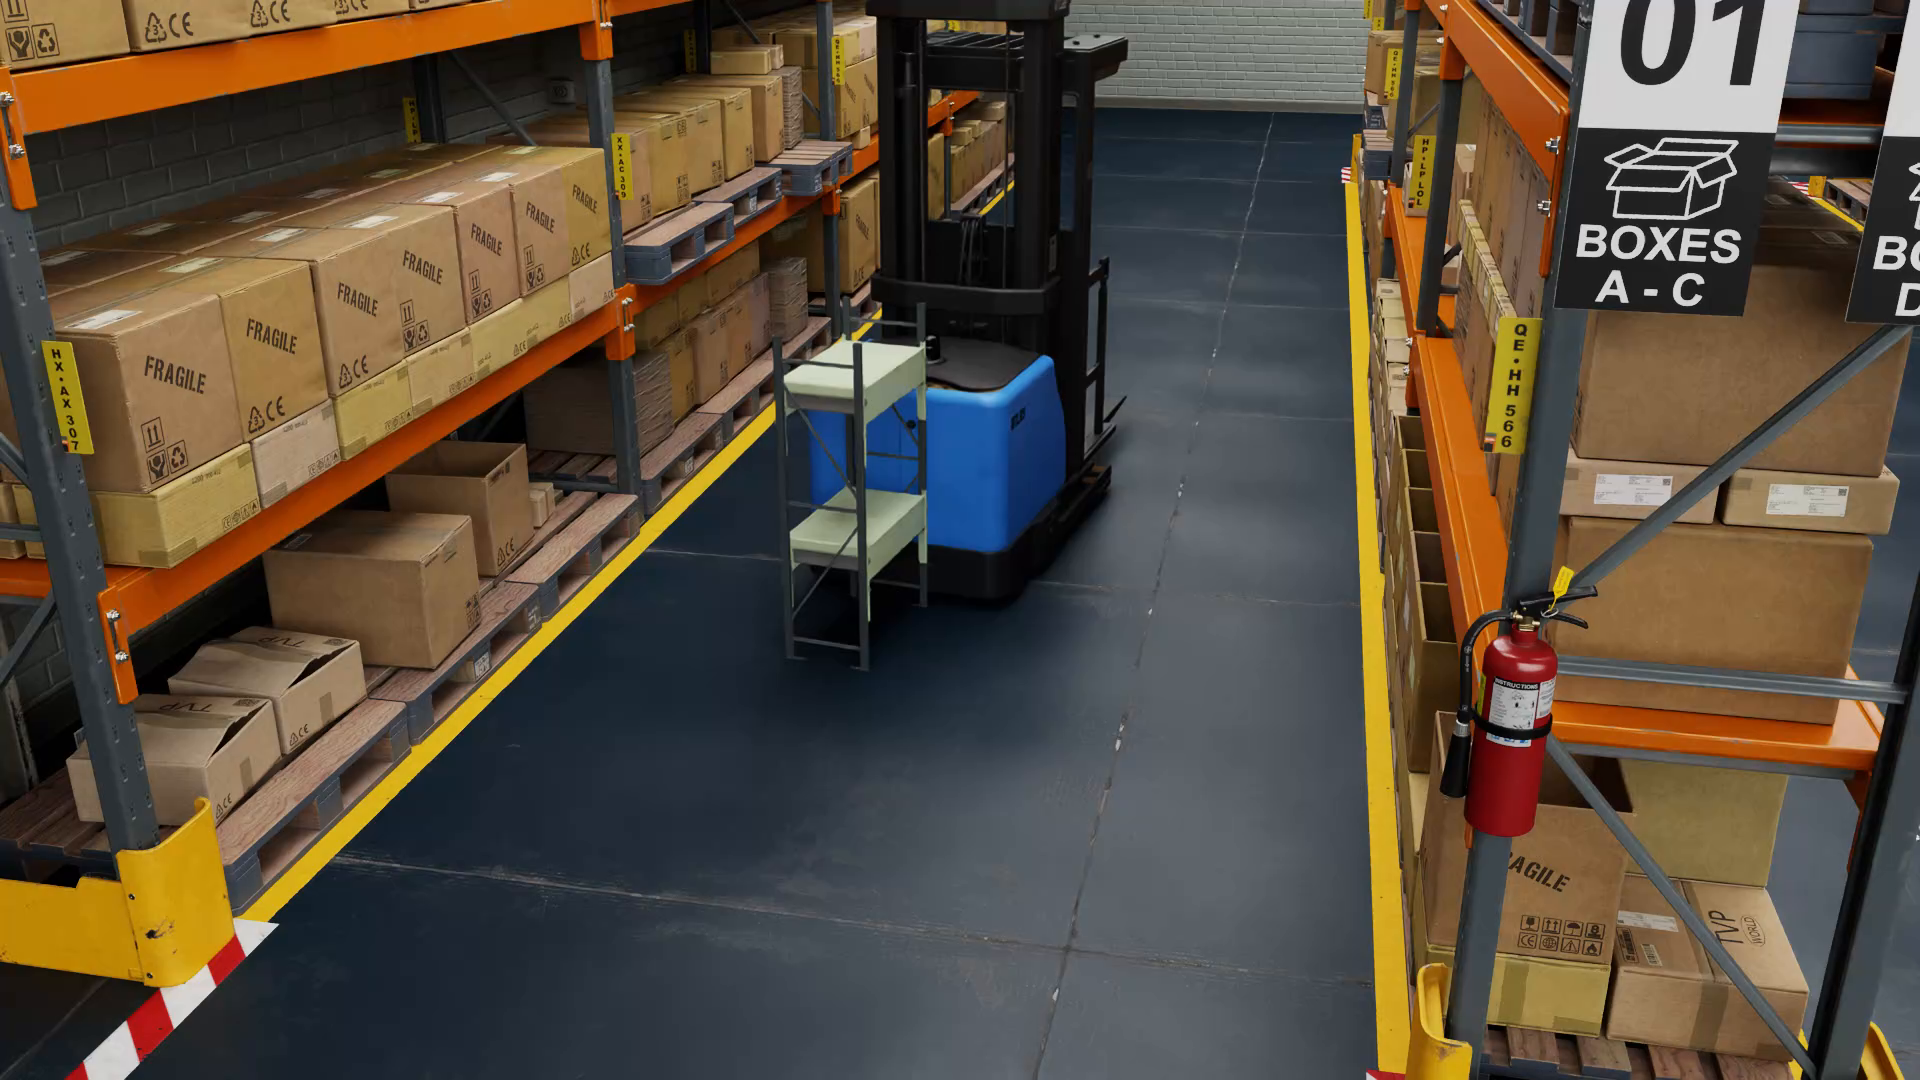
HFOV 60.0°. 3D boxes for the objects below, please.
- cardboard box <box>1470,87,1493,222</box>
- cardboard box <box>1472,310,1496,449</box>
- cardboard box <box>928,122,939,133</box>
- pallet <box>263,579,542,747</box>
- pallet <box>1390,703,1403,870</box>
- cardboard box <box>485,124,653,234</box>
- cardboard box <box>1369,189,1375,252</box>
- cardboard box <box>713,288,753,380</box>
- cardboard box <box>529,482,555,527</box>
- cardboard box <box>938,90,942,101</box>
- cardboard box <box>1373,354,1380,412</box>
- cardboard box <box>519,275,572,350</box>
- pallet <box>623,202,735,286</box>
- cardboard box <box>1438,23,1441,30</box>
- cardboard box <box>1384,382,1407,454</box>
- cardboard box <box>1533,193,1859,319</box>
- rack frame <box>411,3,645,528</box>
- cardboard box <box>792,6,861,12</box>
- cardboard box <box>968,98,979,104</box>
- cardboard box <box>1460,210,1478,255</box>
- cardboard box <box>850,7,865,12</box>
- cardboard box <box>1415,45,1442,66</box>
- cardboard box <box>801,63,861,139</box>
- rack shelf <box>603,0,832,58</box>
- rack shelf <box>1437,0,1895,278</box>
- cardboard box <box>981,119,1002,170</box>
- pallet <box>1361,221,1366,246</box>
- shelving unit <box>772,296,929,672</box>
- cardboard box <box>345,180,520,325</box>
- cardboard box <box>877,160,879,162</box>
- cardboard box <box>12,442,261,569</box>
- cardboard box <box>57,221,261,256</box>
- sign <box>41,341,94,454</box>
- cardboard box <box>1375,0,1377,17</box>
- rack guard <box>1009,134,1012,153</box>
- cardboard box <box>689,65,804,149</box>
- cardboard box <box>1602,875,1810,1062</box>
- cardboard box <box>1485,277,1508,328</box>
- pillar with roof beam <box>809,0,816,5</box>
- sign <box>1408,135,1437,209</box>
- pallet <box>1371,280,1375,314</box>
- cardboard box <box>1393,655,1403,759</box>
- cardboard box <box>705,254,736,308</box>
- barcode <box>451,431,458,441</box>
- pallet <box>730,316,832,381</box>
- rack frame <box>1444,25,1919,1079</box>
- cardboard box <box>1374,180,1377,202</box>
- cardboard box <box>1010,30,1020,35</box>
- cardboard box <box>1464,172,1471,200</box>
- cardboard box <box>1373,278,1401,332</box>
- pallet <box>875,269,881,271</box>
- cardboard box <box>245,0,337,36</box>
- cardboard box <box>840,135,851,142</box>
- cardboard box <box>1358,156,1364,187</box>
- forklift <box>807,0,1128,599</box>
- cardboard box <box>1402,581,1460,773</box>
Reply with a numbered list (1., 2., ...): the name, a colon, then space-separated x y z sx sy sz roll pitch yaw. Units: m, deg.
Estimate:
1. cardboard box: 2.543 -1.610 6.966 0.700 0.500 0.500 5 22 11
2. cardboard box: 2.336 -0.632 6.273 0.700 0.500 0.500 5 22 12
3. cardboard box: -0.402 -4.280 17.381 0.380 0.149 0.250 4 22 9
4. pallet: -2.572 0.488 7.358 1.003 0.211 1.213 4 22 11
5. pallet: 2.178 0.904 6.326 1.003 0.211 1.213 4 22 11
6. cardboard box: -2.085 -1.935 8.920 0.700 0.500 0.500 5 22 11
7. cardboard box: 3.825 -2.741 14.401 0.500 0.500 0.500 5 22 12
8. cardboard box: -1.795 -1.378 11.016 0.700 0.500 0.500 4 22 11
9. cardboard box: -2.302 -0.193 8.521 0.380 0.166 0.250 2 22 4
10. cardboard box: -0.382 -4.174 15.512 0.380 0.149 0.250 5 22 11
11. cardboard box: 2.848 -0.963 10.348 0.500 0.250 0.500 4 22 10
12. cardboard box: -2.132 -1.063 7.651 0.500 0.250 0.500 5 22 11
13. pallet: -1.924 -1.680 9.267 1.003 0.211 1.213 4 22 11
14. cardboard box: 4.736 -4.900 15.533 0.500 0.500 0.500 4 22 9
15. cardboard box: 2.530 -0.665 8.857 0.500 0.311 0.500 5 22 12
16. cardboard box: 2.032 -0.692 4.686 0.700 0.500 0.500 4 22 10
17. rack frame: -2.223 -1.501 8.565 1.000 3.000 0.127 4 22 11
18. cardboard box: -1.137 -4.444 14.311 0.500 0.250 0.500 4 22 9
19. cardboard box: 0.011 -5.023 19.226 0.380 0.149 0.250 5 22 11
20. cardboard box: 2.332 -1.297 7.056 0.380 0.149 0.250 5 22 12
21. cardboard box: -0.653 -4.405 14.213 0.500 0.250 0.500 5 22 12
22. cardboard box: 3.960 -3.641 13.182 0.700 0.500 0.500 -1 22 -3
23. cardboard box: -1.057 -3.316 12.512 0.500 0.500 0.500 5 22 13
24. rack shelf: -1.814 -3.290 9.955 1.077 0.370 4.000 4 22 11
25. rack shelf: 2.220 -1.451 5.389 1.077 0.370 4.000 4 22 11
26. cardboard box: 0.079 -4.478 18.742 0.700 0.500 0.500 4 22 11
27. pallet: 4.401 -3.008 16.040 1.003 0.211 1.213 4 22 11
28. shelving unit: -0.471 -0.266 7.507 0.431 1.500 0.755 8 23 18
29. cardboard box: -2.226 -1.226 7.052 0.500 0.500 0.500 4 22 9
30. cardboard box: -0.774 -3.051 14.730 0.750 0.750 0.750 5 23 13
31. cardboard box: -2.628 -0.132 5.340 0.500 0.250 0.500 4 22 9
32. cardboard box: -2.937 -0.887 6.211 0.500 0.500 0.500 4 22 9
33. sign: -2.508 -0.398 4.668 0.100 0.325 0.005 4 22 11
34. cardboard box: 4.521 -5.507 17.040 0.500 0.500 0.500 5 22 12
35. rack guard: 0.231 -4.739 19.951 1.175 0.500 0.348 4 22 11
36. cardboard box: -1.493 -3.042 11.668 0.700 0.500 0.500 2 22 5
37. cardboard box: 2.139 1.240 4.879 0.500 0.250 0.500 4 22 11
38. cardboard box: 2.071 -0.822 5.876 0.380 0.149 0.250 4 22 10
39. pillar with roof beam: 2.920 -7.203 14.693 9.100 9.000 0.400 4 22 11
40. sign: 2.094 -1.663 7.523 0.100 0.325 0.005 4 22 11
41. pallet: 3.884 -2.009 13.559 1.003 0.211 1.213 4 22 11
42. cardboard box: 1.926 0.651 6.341 0.500 0.250 0.500 4 22 11
43. cardboard box: -1.780 -1.697 10.805 0.500 0.250 0.500 4 22 11
44. barcode: -2.568 -0.515 8.445 0.001 0.075 0.075 4 22 11
45. pallet: -1.567 -1.385 12.009 1.003 0.211 1.213 4 22 11
46. rack frame: 1.811 0.338 3.998 1.000 3.000 0.127 4 22 11
47. cardboard box: 3.719 -2.919 13.839 0.500 0.250 0.500 5 22 11
48. cardboard box: 0.132 -5.841 18.941 0.980 0.700 0.700 5 23 13
49. cardboard box: 2.908 -1.643 8.785 0.500 0.500 0.500 6 23 15
50. cardboard box: 3.049 -1.598 11.174 0.500 0.311 0.500 5 23 13
51. pallet: -0.921 -2.398 14.524 1.003 0.211 1.213 4 22 11
52. cardboard box: -2.479 -1.972 5.559 0.500 0.500 0.500 6 23 13
53. cardboard box: -1.053 -3.051 12.723 0.380 0.149 0.250 5 22 12
54. cardboard box: 4.484 -3.899 17.611 0.500 0.250 0.500 4 22 11
55. forklift: 0.227 -1.595 8.892 1.130 2.935 3.031 8 23 18
56. cardboard box: 1.819 0.485 5.748 0.500 0.500 0.500 4 22 11
